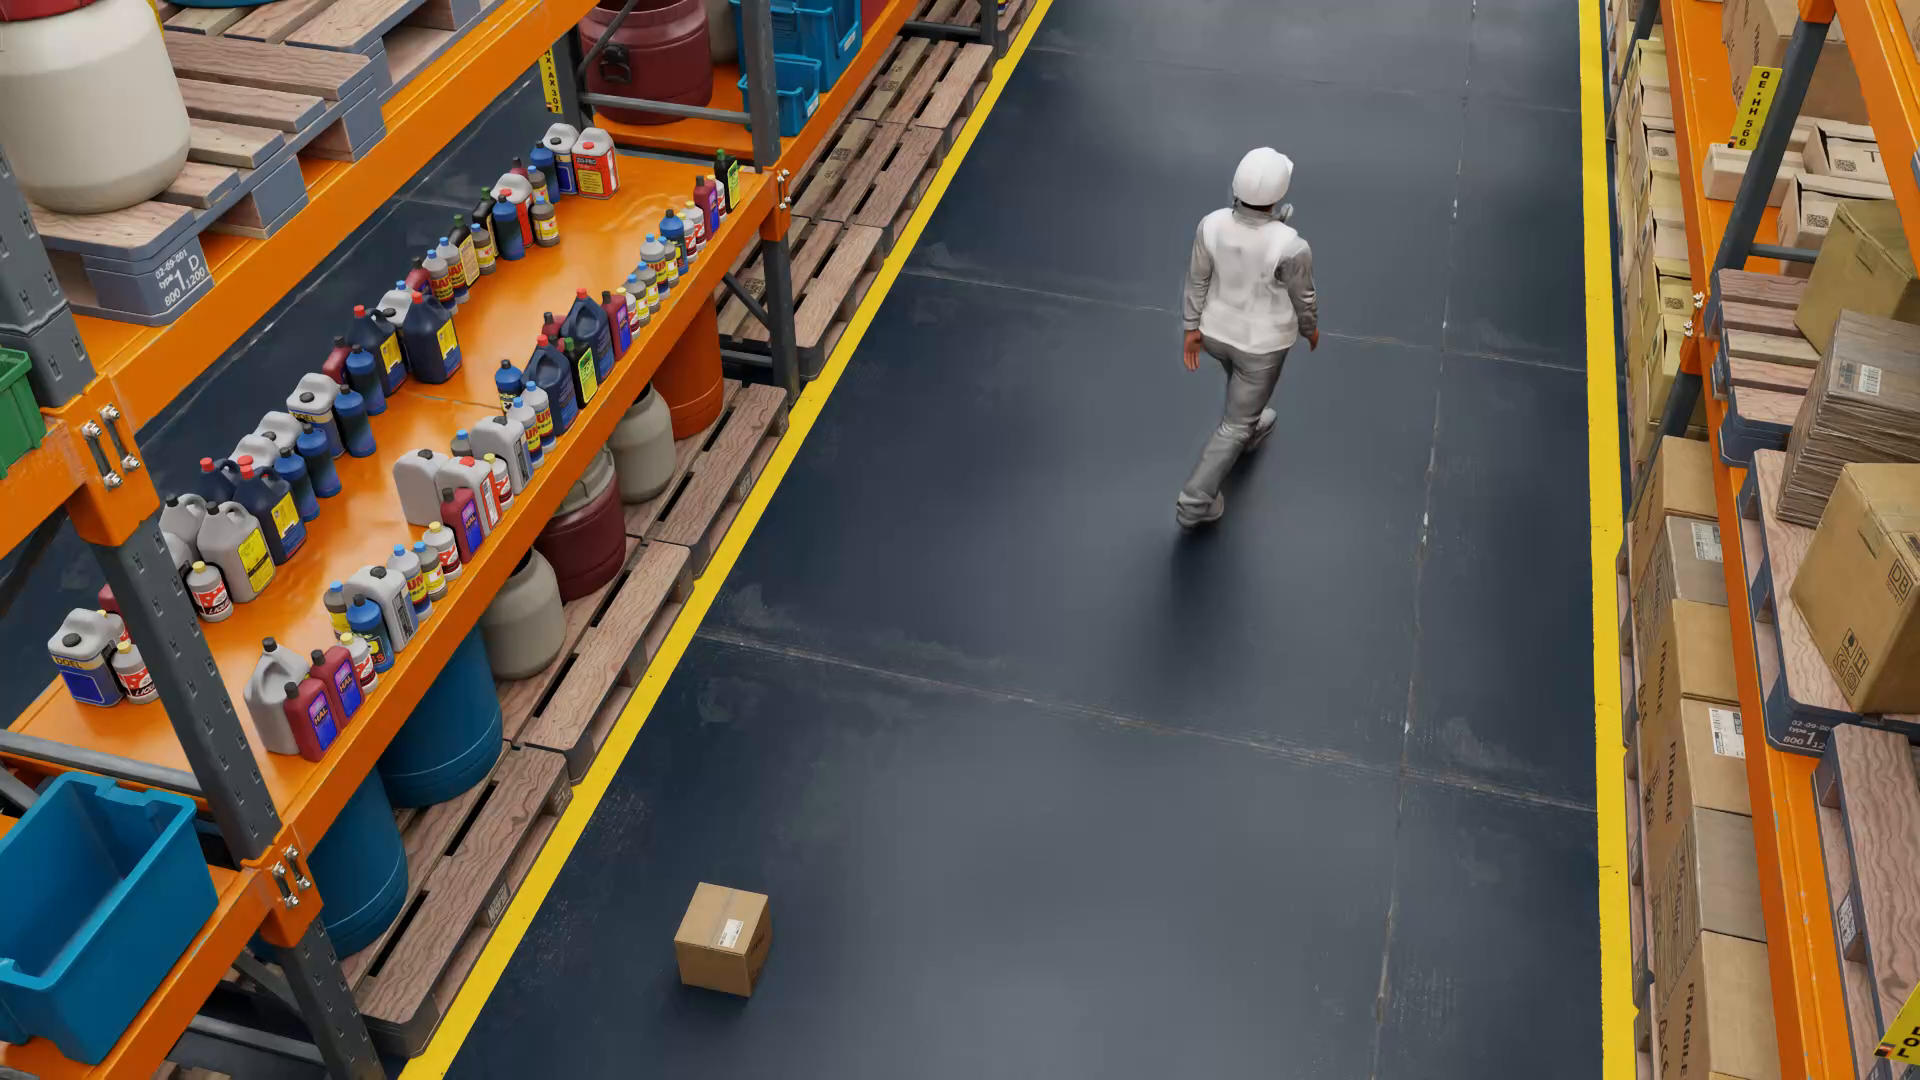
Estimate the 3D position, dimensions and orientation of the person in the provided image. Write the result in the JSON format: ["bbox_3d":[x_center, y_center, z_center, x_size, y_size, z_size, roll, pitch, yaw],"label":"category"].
[{"bbox_3d":[1.269,-0.926,7.215,0.535,1.729,1.016,31,49,31],"label":"person"}]
